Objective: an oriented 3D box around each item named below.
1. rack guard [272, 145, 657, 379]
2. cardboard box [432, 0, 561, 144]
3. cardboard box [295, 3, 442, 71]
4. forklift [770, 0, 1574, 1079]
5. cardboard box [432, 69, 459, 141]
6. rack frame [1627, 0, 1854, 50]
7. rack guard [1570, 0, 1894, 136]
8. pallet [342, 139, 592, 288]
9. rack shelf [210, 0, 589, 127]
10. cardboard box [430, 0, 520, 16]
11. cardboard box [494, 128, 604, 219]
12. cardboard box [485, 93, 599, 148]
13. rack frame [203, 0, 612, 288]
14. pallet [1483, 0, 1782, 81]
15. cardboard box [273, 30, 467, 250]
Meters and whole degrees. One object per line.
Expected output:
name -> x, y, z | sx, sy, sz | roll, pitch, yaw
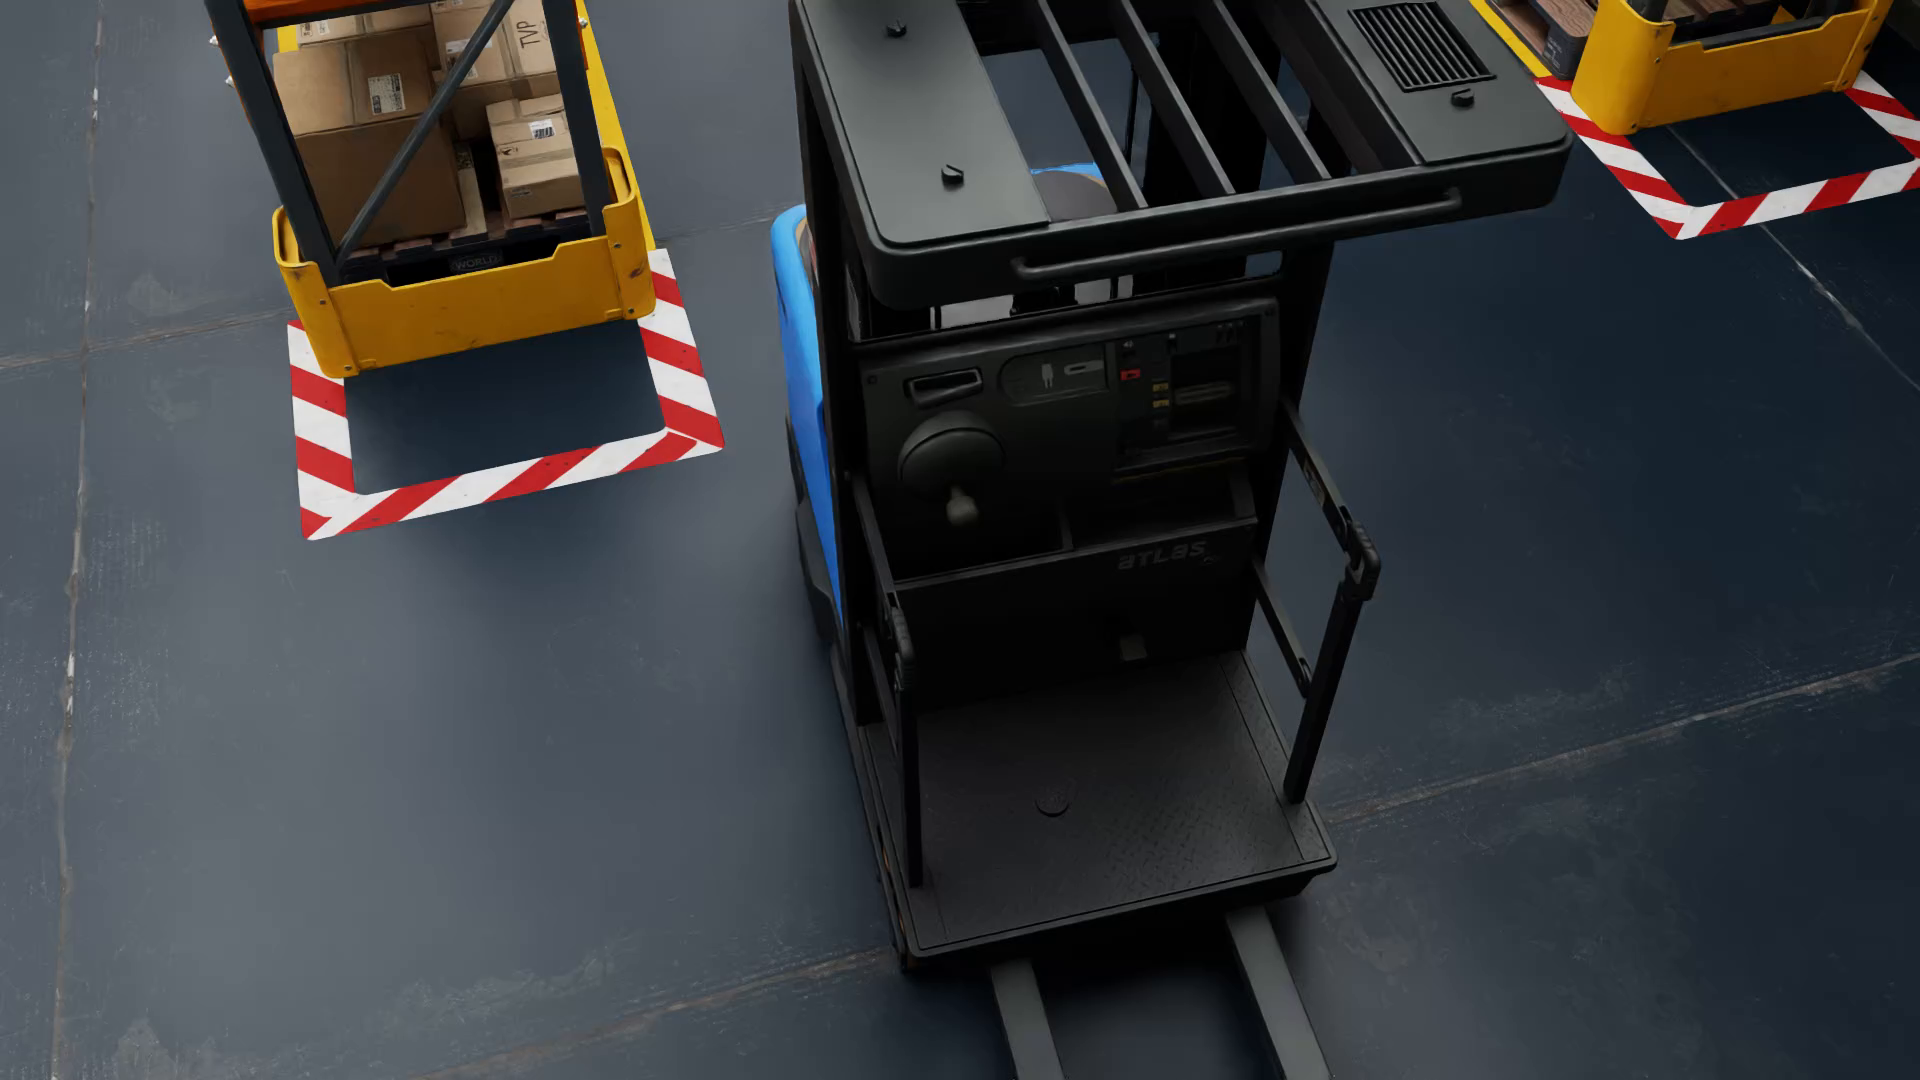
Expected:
rack guard -> -1.681, -0.961, 5.733 | 1.175, 0.500, 0.348 | -13, 51, -11
cardboard box -> -1.696, -1.793, 6.310 | 0.500, 0.250, 0.500 | -13, 51, -11
cardboard box -> -2.307, -2.009, 6.492 | 0.500, 0.250, 0.500 | -13, 51, -11
forklift -> 0.303, -0.172, 3.478 | 1.130, 2.935, 3.031 | -11, 51, -9
cardboard box -> -2.089, -1.597, 6.200 | 0.380, 0.166, 0.250 | -13, 51, -11
rack frame -> 3.072, -2.834, 5.677 | 1.000, 3.000, 0.127 | -13, 51, -11
rack guard -> 3.079, -2.011, 6.618 | 1.175, 0.500, 0.348 | -13, 51, -11
pallet -> -1.918, -1.450, 6.334 | 1.003, 0.211, 1.213 | -13, 51, -11
rack shelf -> -2.250, -2.940, 6.237 | 1.077, 0.370, 4.000 | -13, 51, -11
cardboard box -> -1.844, -2.158, 6.618 | 0.500, 0.250, 0.500 | -13, 51, -11
cardboard box -> -1.454, -1.318, 5.976 | 0.380, 0.149, 0.250 | -13, 51, -11
cardboard box -> -1.528, -1.506, 6.123 | 0.380, 0.166, 0.250 | -13, 51, -11
rack frame -> -1.659, -1.711, 4.731 | 1.000, 3.000, 0.127 | -13, 51, -11
pallet -> 2.761, -2.501, 7.221 | 1.003, 0.211, 1.213 | -13, 51, -11
cardboard box -> -2.055, -1.389, 5.806 | 0.500, 0.500, 0.500 | -13, 51, -11
